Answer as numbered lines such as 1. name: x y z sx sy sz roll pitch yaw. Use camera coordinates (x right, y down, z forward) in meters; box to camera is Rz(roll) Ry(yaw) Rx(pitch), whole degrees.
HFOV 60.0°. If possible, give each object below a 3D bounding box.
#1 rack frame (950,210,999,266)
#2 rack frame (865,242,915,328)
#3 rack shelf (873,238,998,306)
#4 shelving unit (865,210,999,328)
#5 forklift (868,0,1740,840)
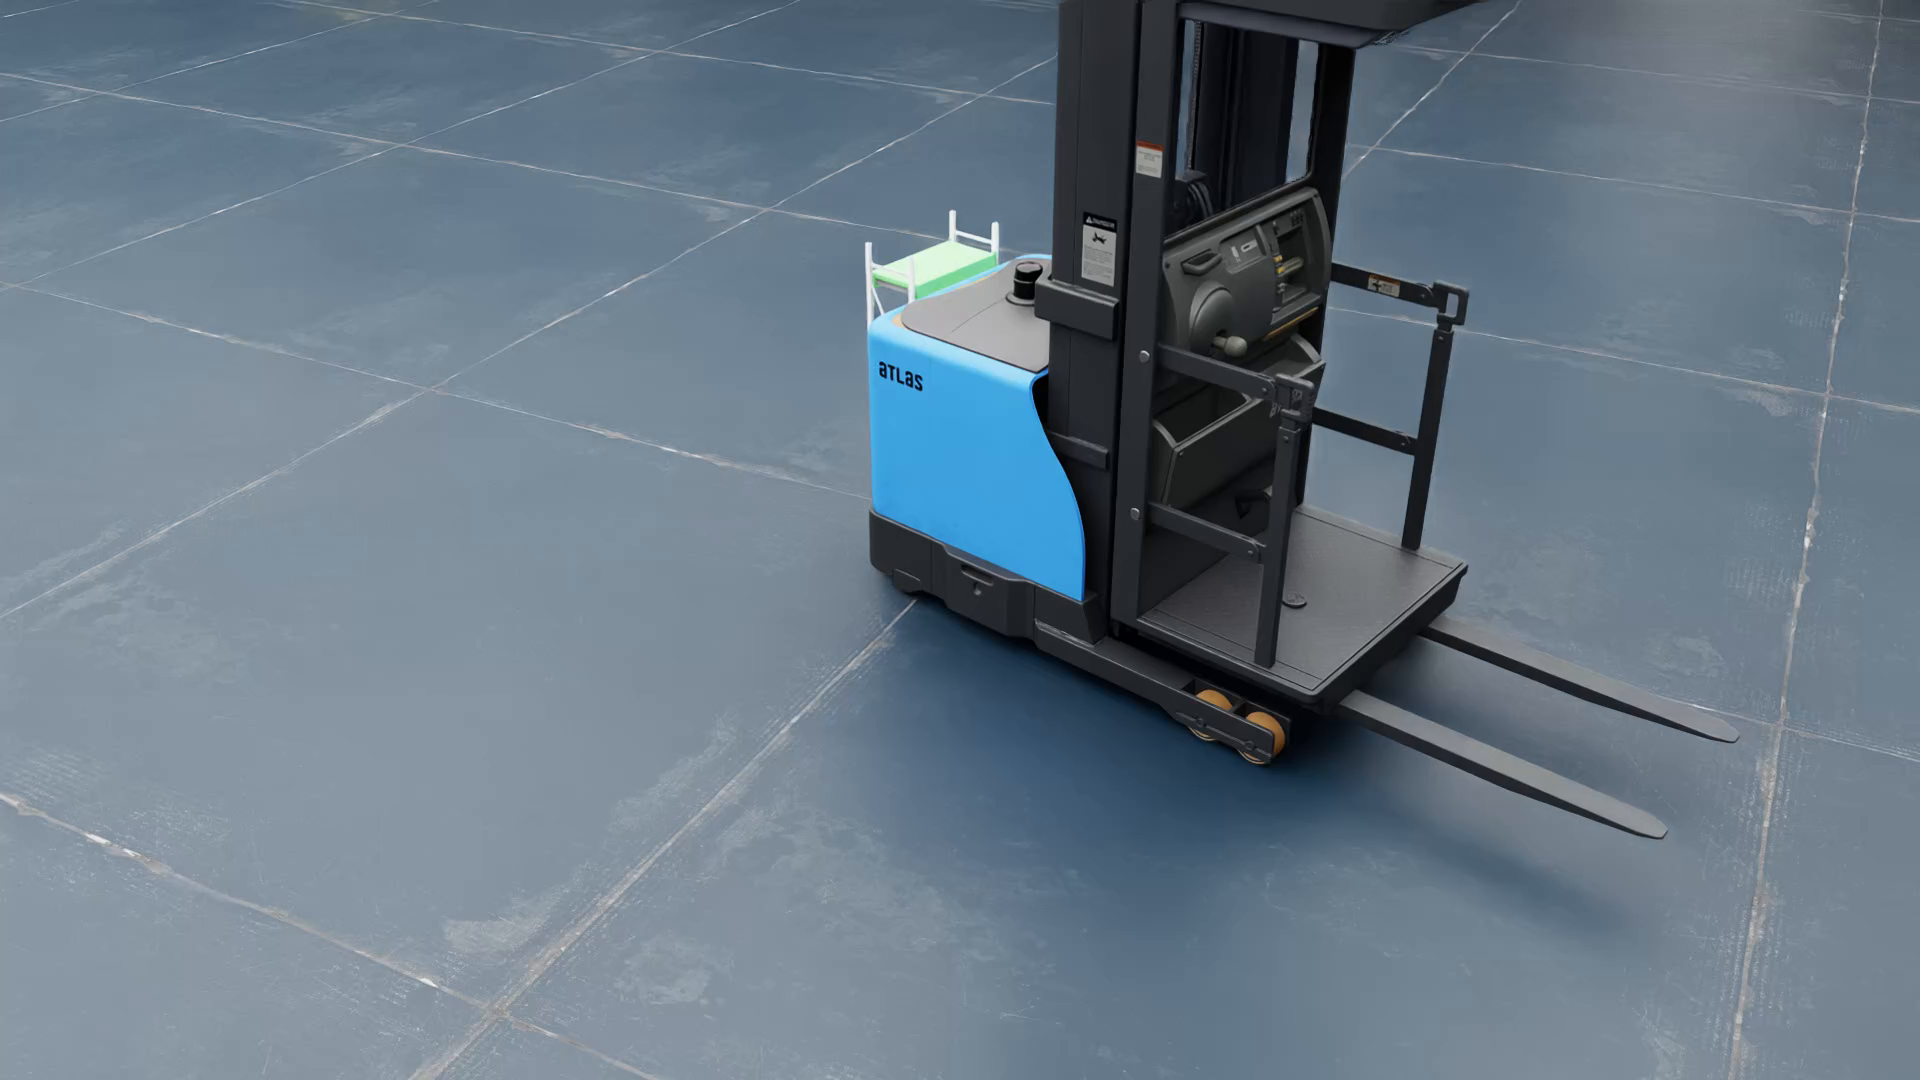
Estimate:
1. rack frame: 0.057 -0.752 6.853 0.240 1.200 0.015 23 37 35
2. rack frame: -0.261 -0.568 6.532 0.240 1.200 0.015 23 37 35
3. rack shelf: -0.103 -1.021 6.487 0.258 0.148 0.480 23 37 35
4. shelving unit: -0.102 -0.660 6.693 0.258 1.200 0.503 23 37 35
5. forklift: 1.096 -0.833 5.257 3.031 2.935 1.130 23 37 34
